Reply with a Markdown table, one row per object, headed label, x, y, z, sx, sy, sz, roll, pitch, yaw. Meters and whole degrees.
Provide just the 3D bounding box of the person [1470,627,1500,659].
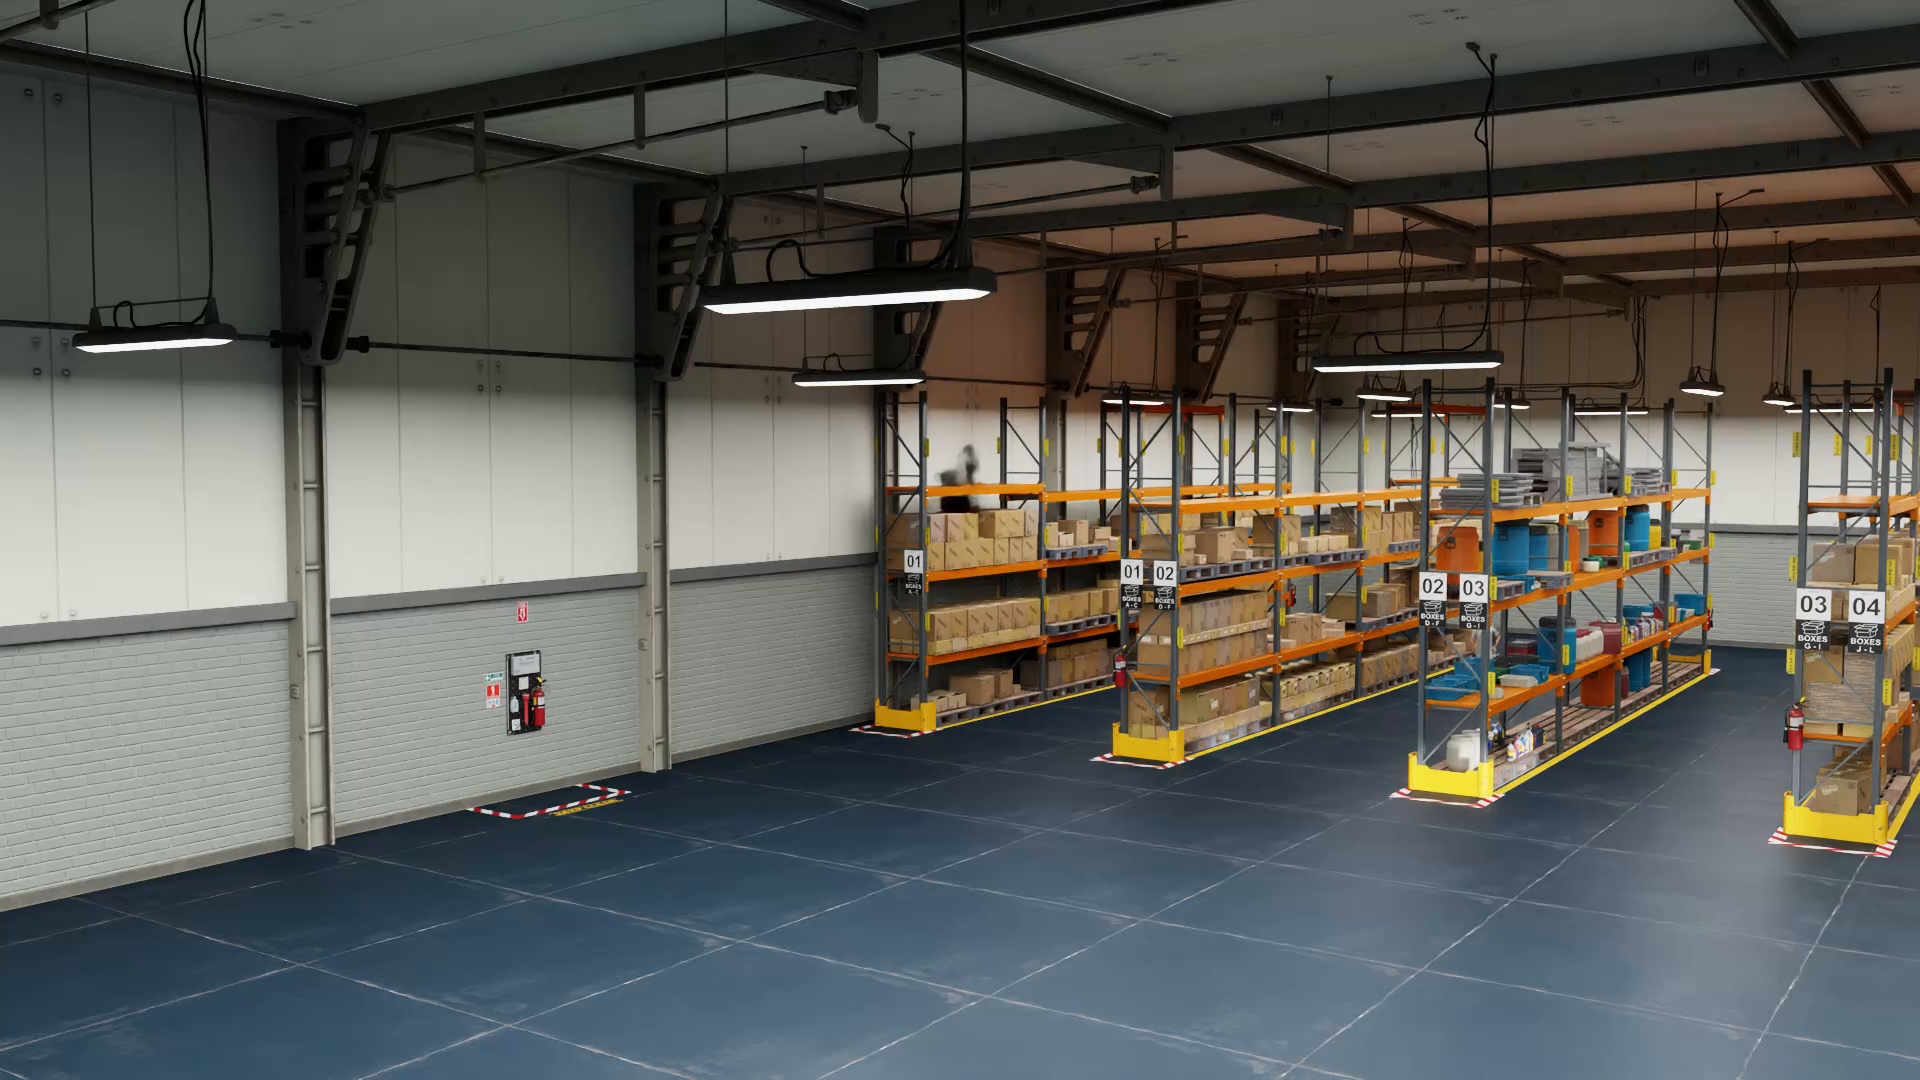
| label | x | y | z | sx | sy | sz | roll | pitch | yaw |
| --- | --- | --- | --- | --- | --- | --- | --- | --- | --- |
| person | 10.565 | 2.321 | 33.497 | 0.567 | 1.654 | 0.881 | 1 | 3 | 21 |
